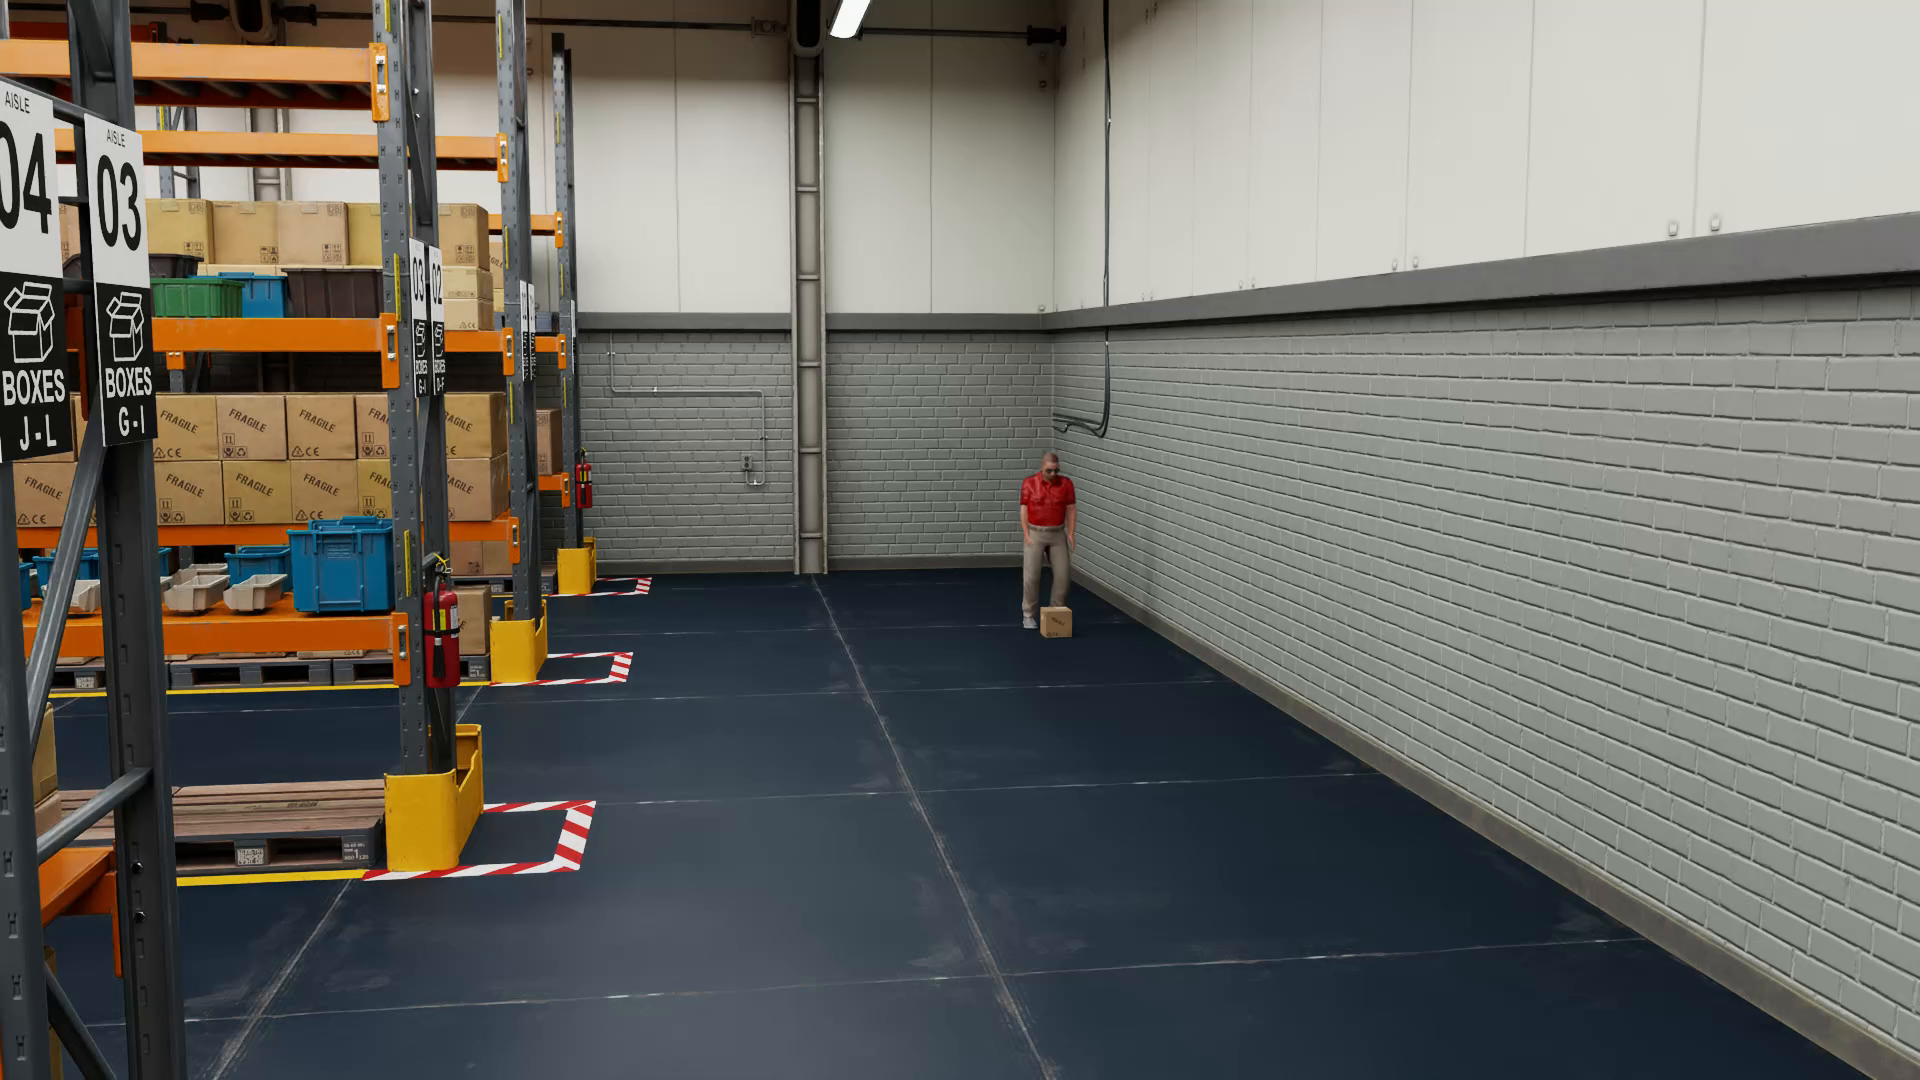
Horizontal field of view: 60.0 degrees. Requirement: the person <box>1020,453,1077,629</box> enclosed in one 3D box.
[{"bbox_3d":[0.851,0.003,15.972,0.550,1.694,0.381,-1,6,-7],"label":"person"}]
